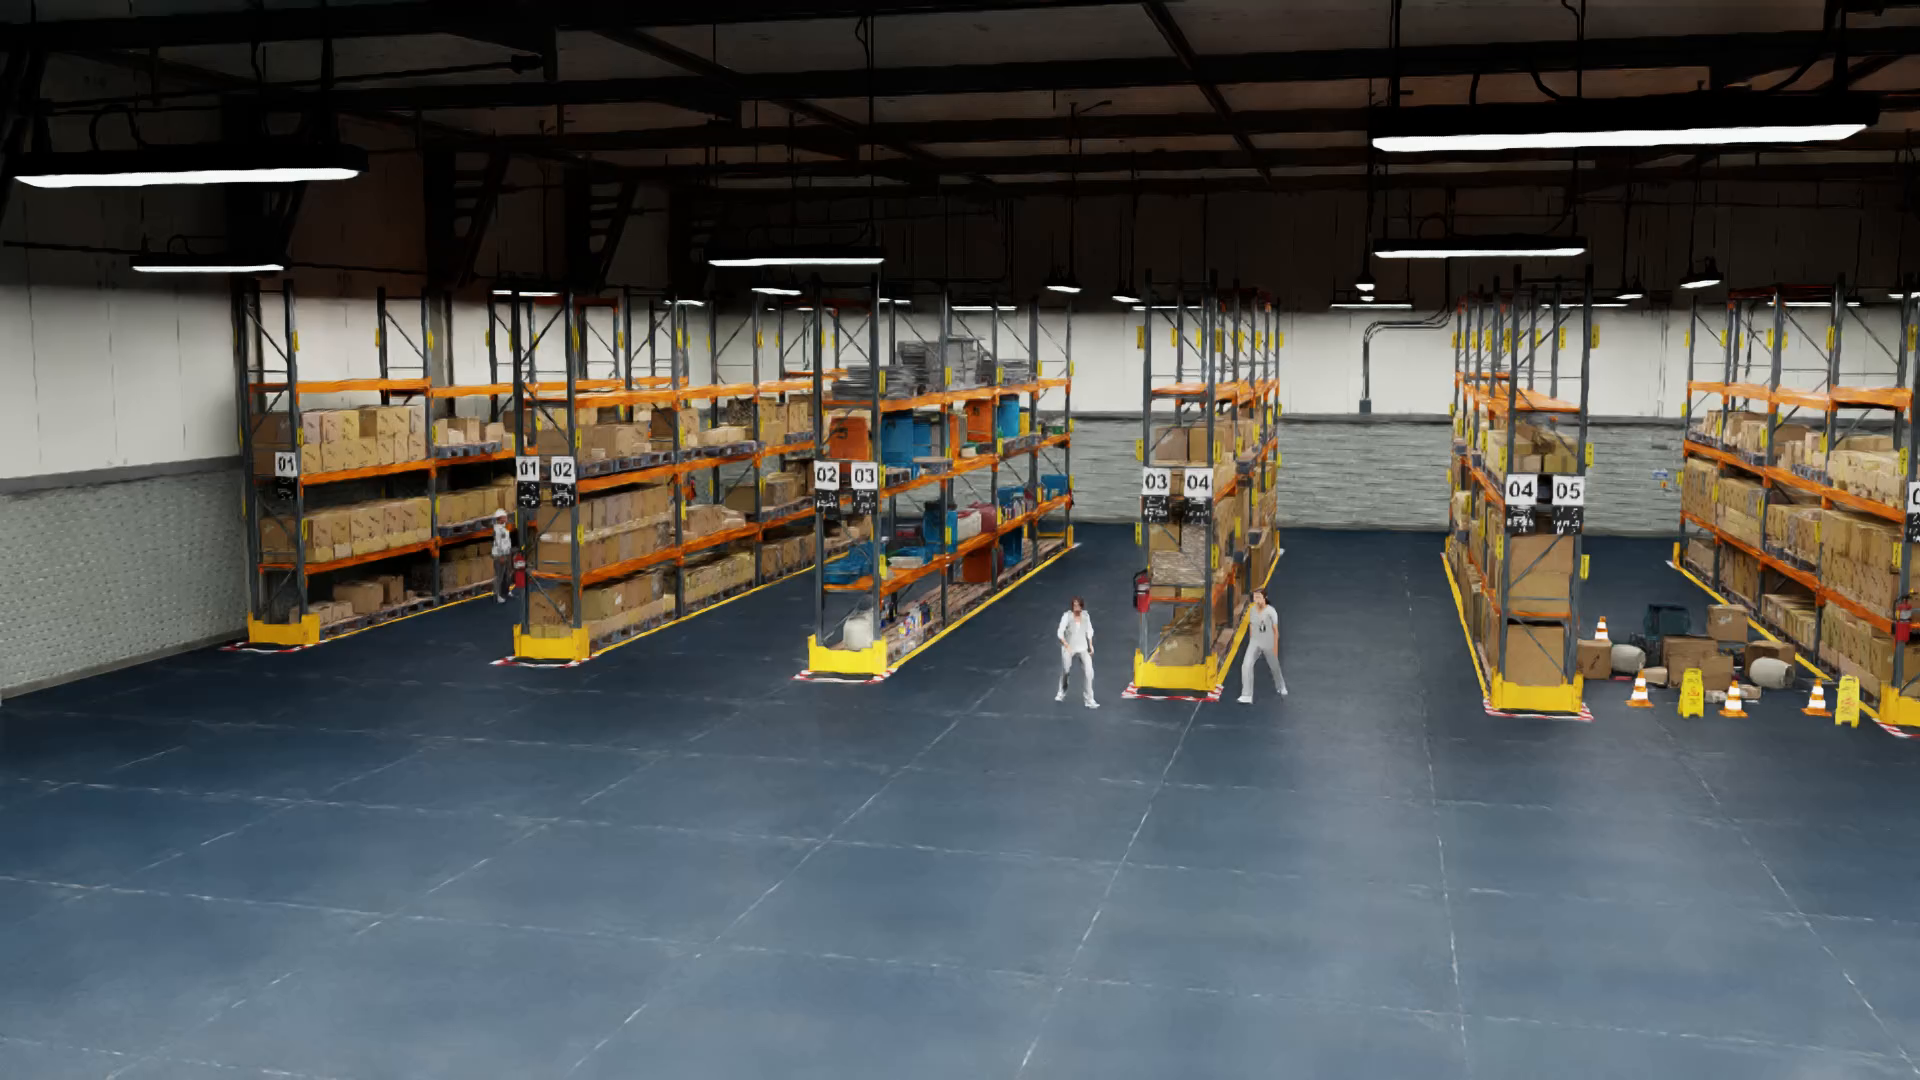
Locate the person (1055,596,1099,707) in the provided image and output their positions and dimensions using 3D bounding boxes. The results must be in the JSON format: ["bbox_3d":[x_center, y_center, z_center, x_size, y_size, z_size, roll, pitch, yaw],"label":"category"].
[{"bbox_3d":[1.592,1.496,22.874,0.554,1.525,0.786,0,7,-4],"label":"person"}]

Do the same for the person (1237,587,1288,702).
[{"bbox_3d":[4.236,1.439,23.113,0.495,1.609,0.953,5,8,34],"label":"person"}]

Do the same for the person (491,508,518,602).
[{"bbox_3d":[-8.771,0.281,31.964,0.463,1.774,0.591,-1,7,-10],"label":"person"}]
